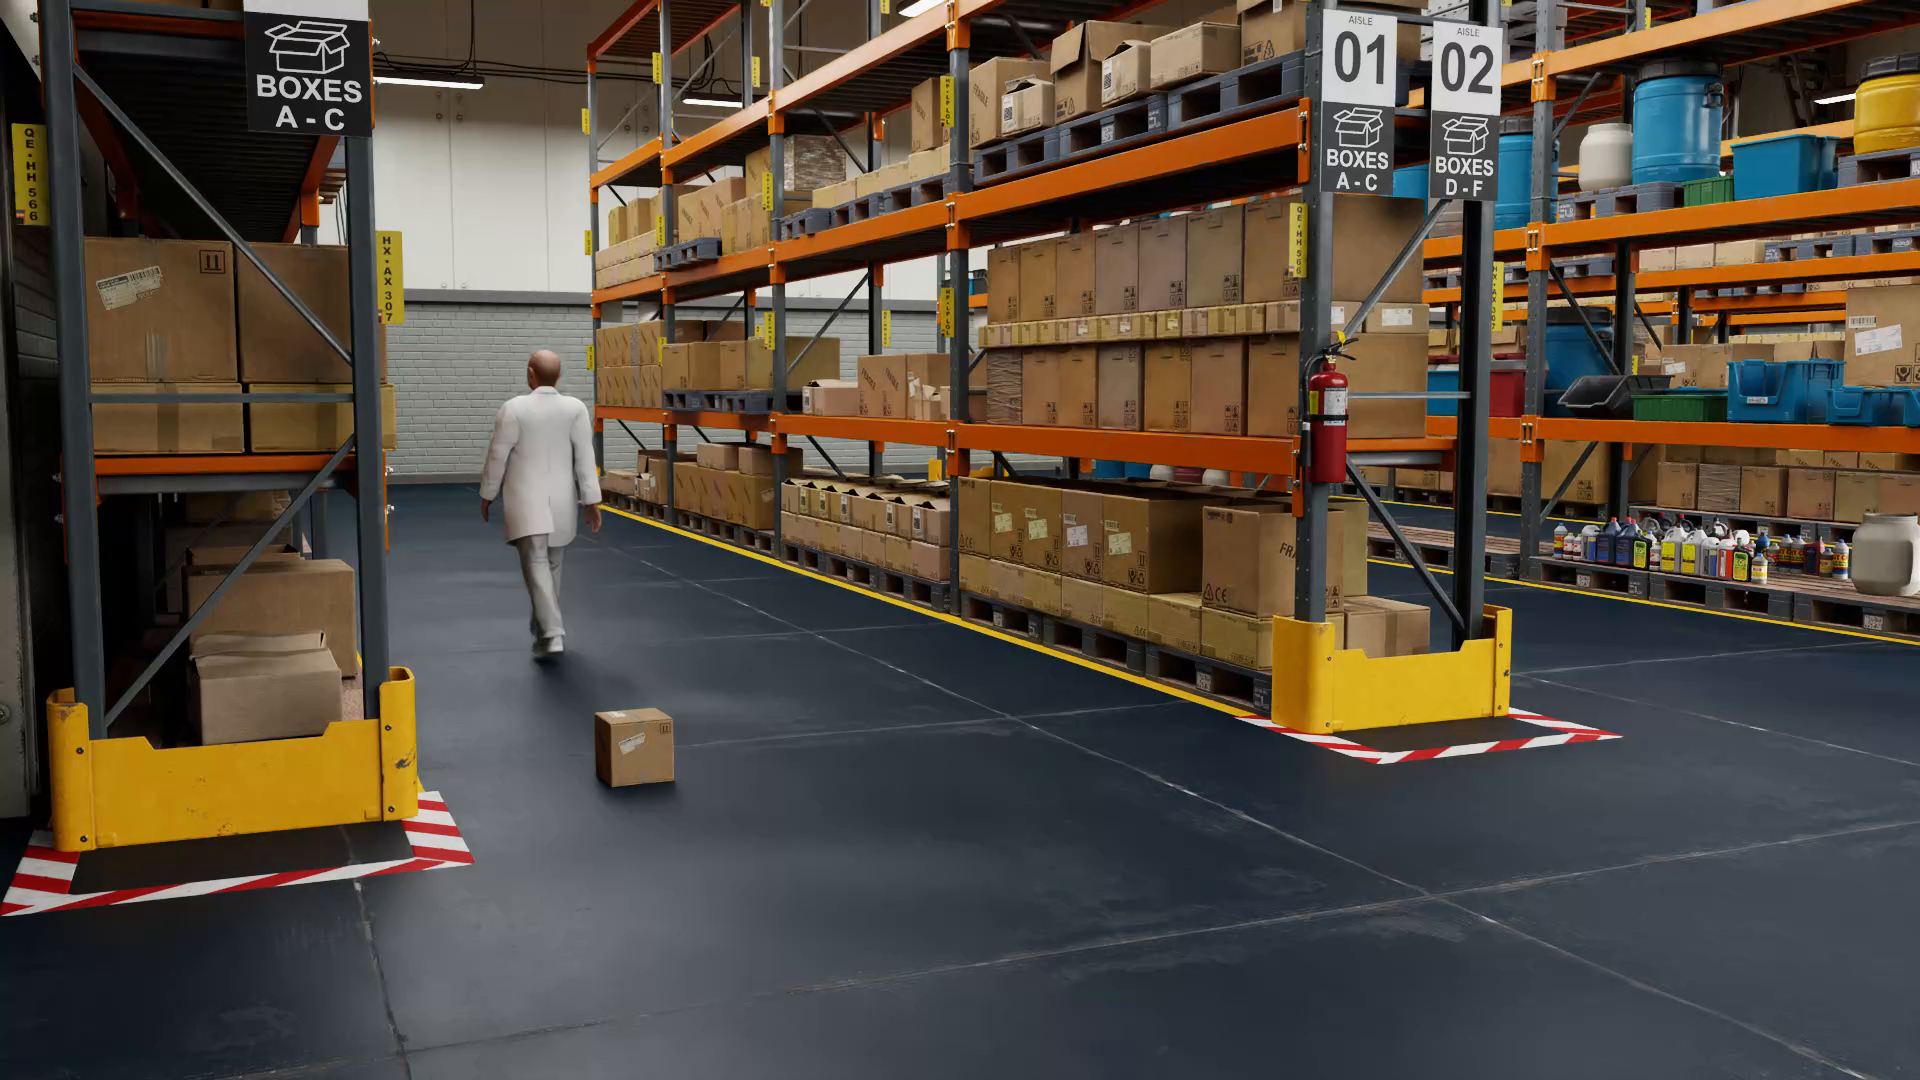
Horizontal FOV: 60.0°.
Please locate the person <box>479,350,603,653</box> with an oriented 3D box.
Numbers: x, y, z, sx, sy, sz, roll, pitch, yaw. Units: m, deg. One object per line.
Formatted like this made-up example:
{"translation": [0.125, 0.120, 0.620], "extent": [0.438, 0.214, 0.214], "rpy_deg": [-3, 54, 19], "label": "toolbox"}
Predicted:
{"translation": [-2.473, -0.239, 9.678], "extent": [0.621, 1.723, 1.058], "rpy_deg": [-4, 6, -34], "label": "person"}
